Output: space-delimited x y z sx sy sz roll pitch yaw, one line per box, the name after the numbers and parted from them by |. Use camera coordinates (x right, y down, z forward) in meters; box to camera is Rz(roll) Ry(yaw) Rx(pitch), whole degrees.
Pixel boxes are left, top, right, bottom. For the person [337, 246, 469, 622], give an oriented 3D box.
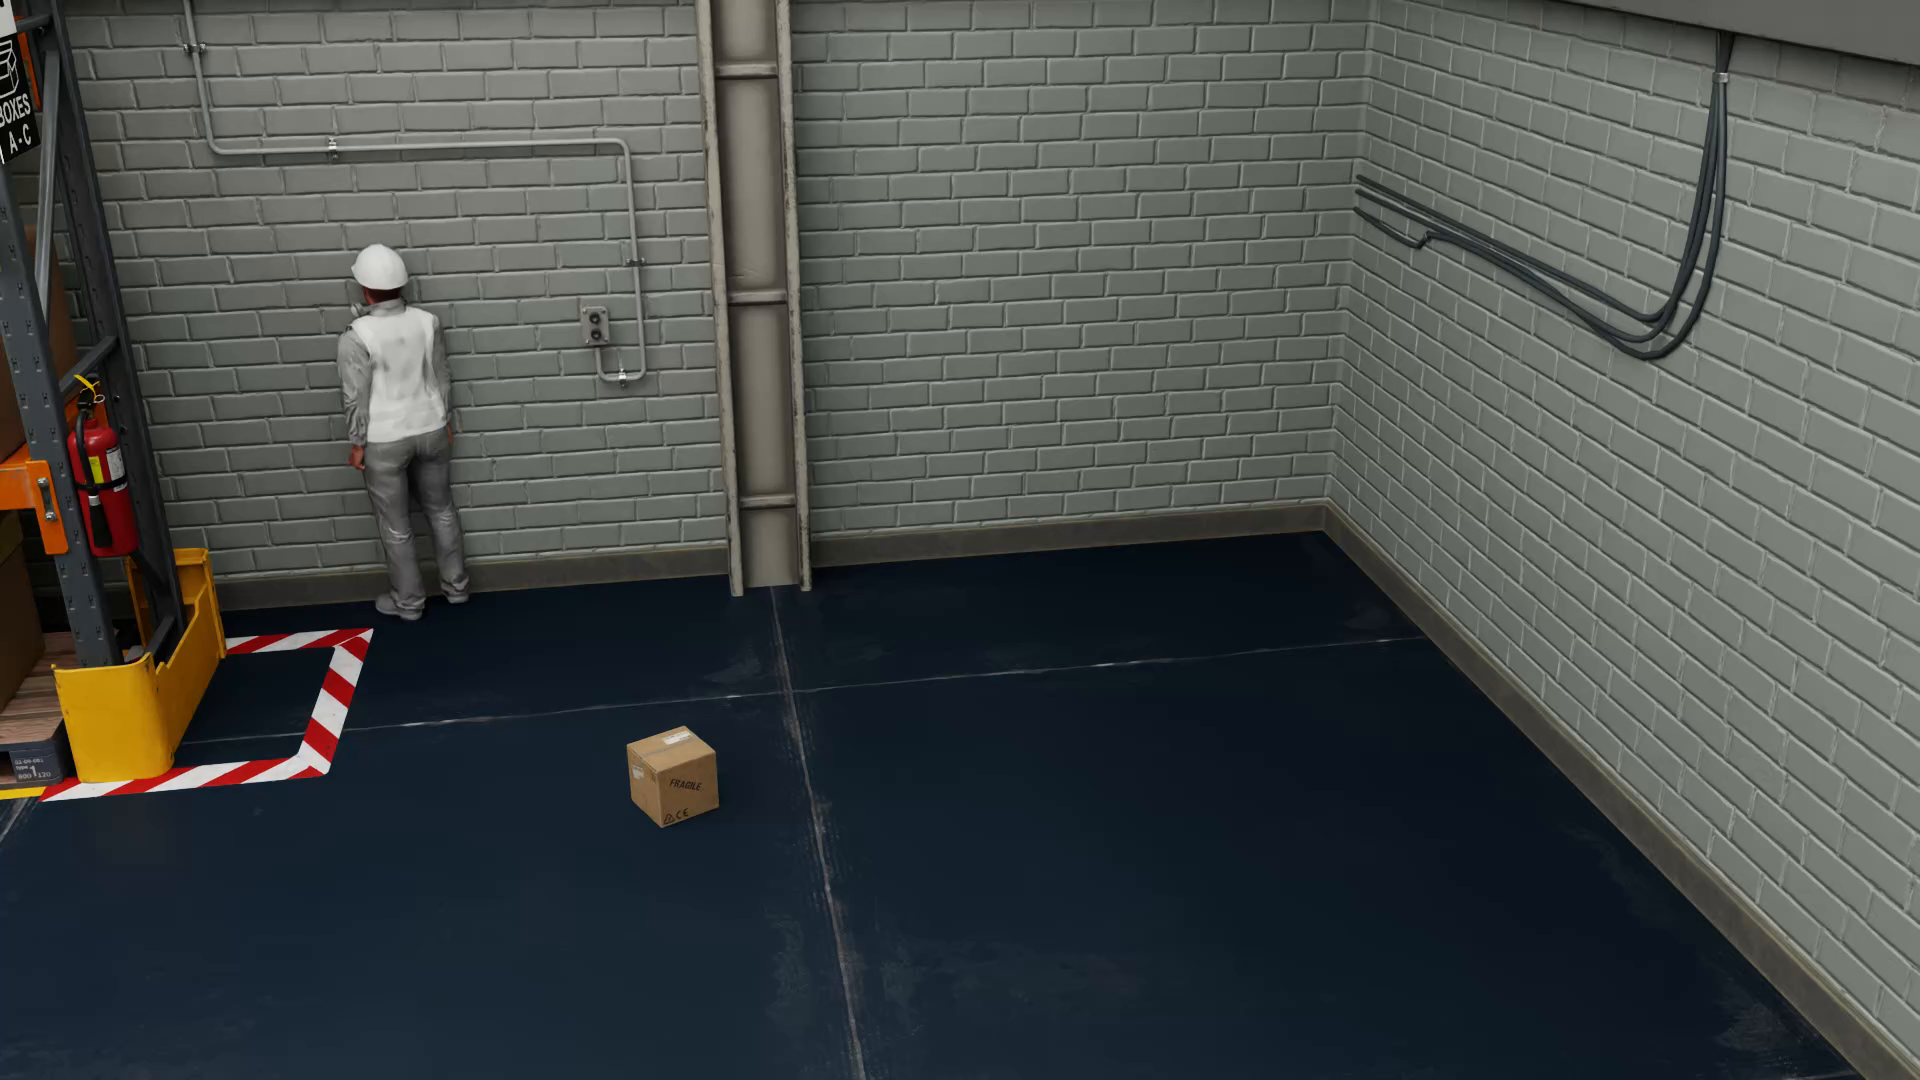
-2.596 -0.486 7.697 0.370 1.775 0.525 20 30 39 | person
